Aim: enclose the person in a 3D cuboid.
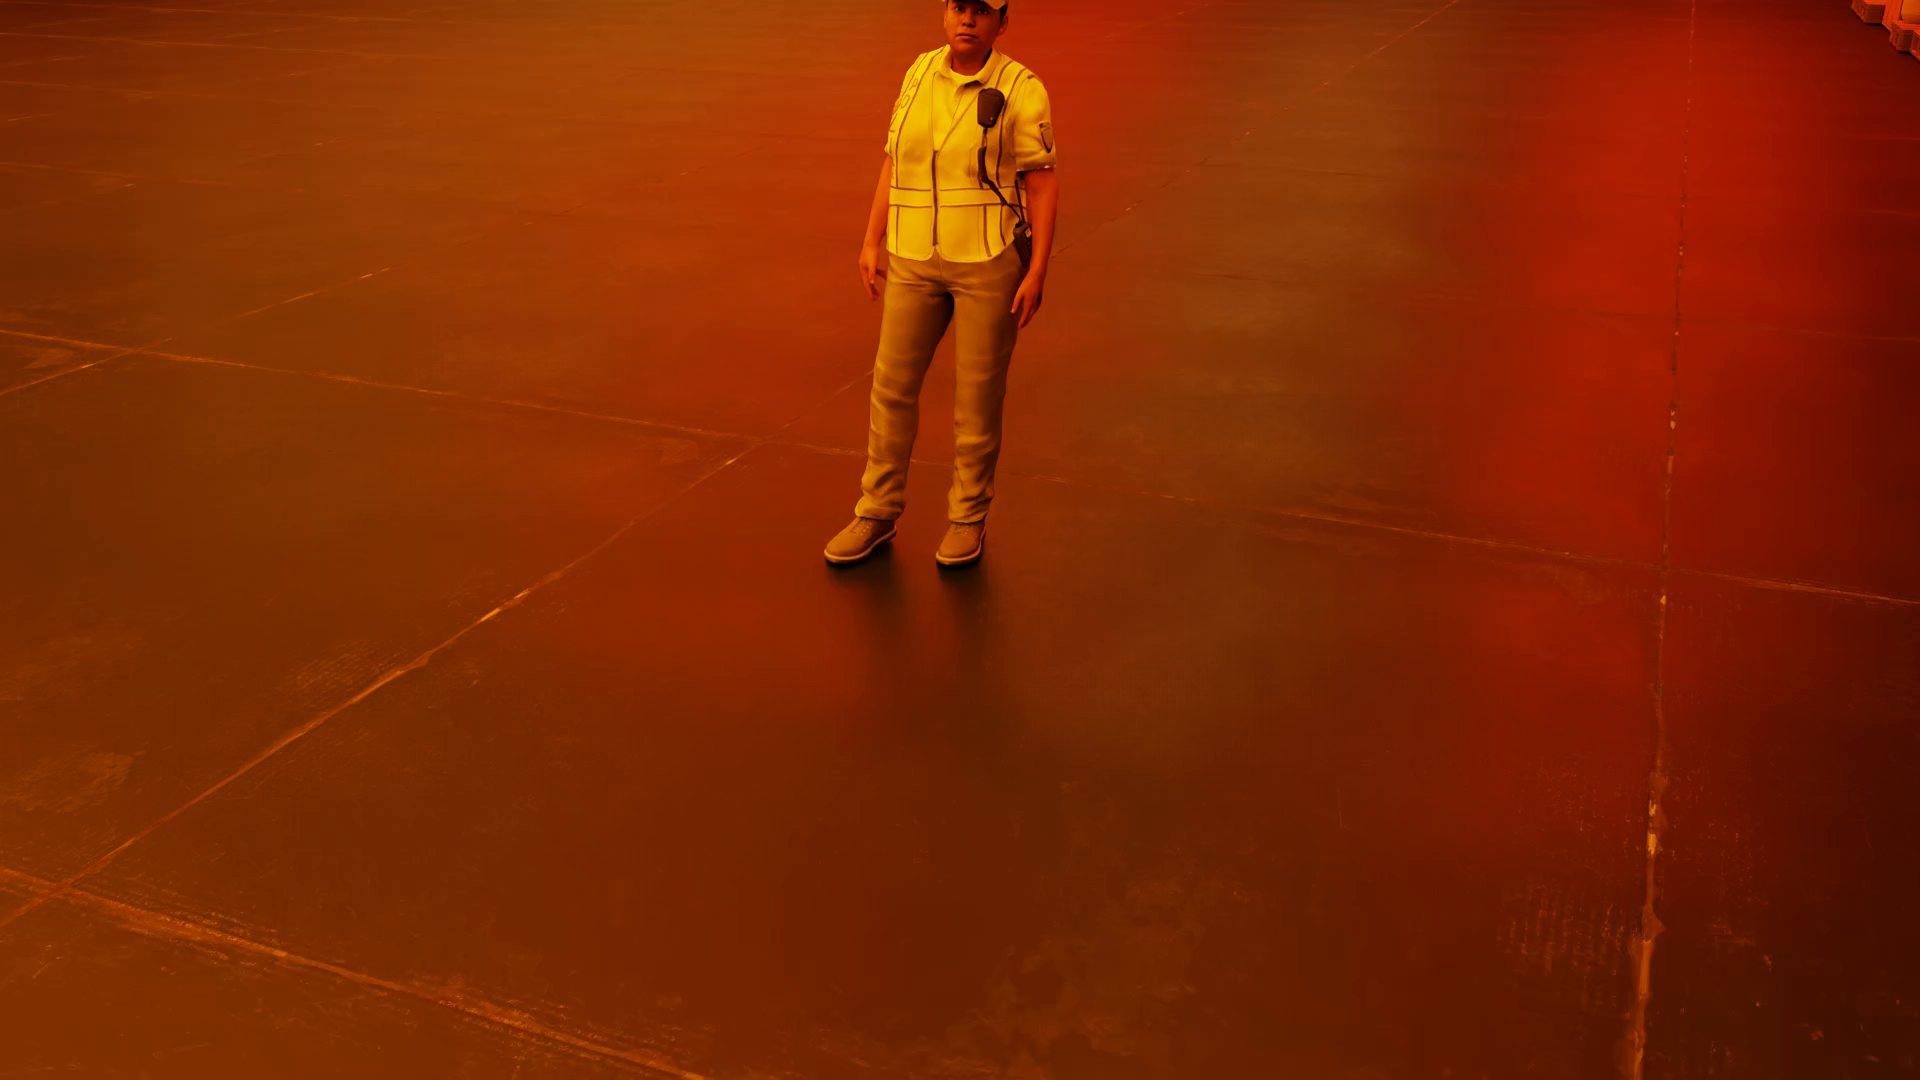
[{"bbox_3d":[-0.050,-0.753,4.711,0.598,1.670,0.529,9,24,21],"label":"person"}]
